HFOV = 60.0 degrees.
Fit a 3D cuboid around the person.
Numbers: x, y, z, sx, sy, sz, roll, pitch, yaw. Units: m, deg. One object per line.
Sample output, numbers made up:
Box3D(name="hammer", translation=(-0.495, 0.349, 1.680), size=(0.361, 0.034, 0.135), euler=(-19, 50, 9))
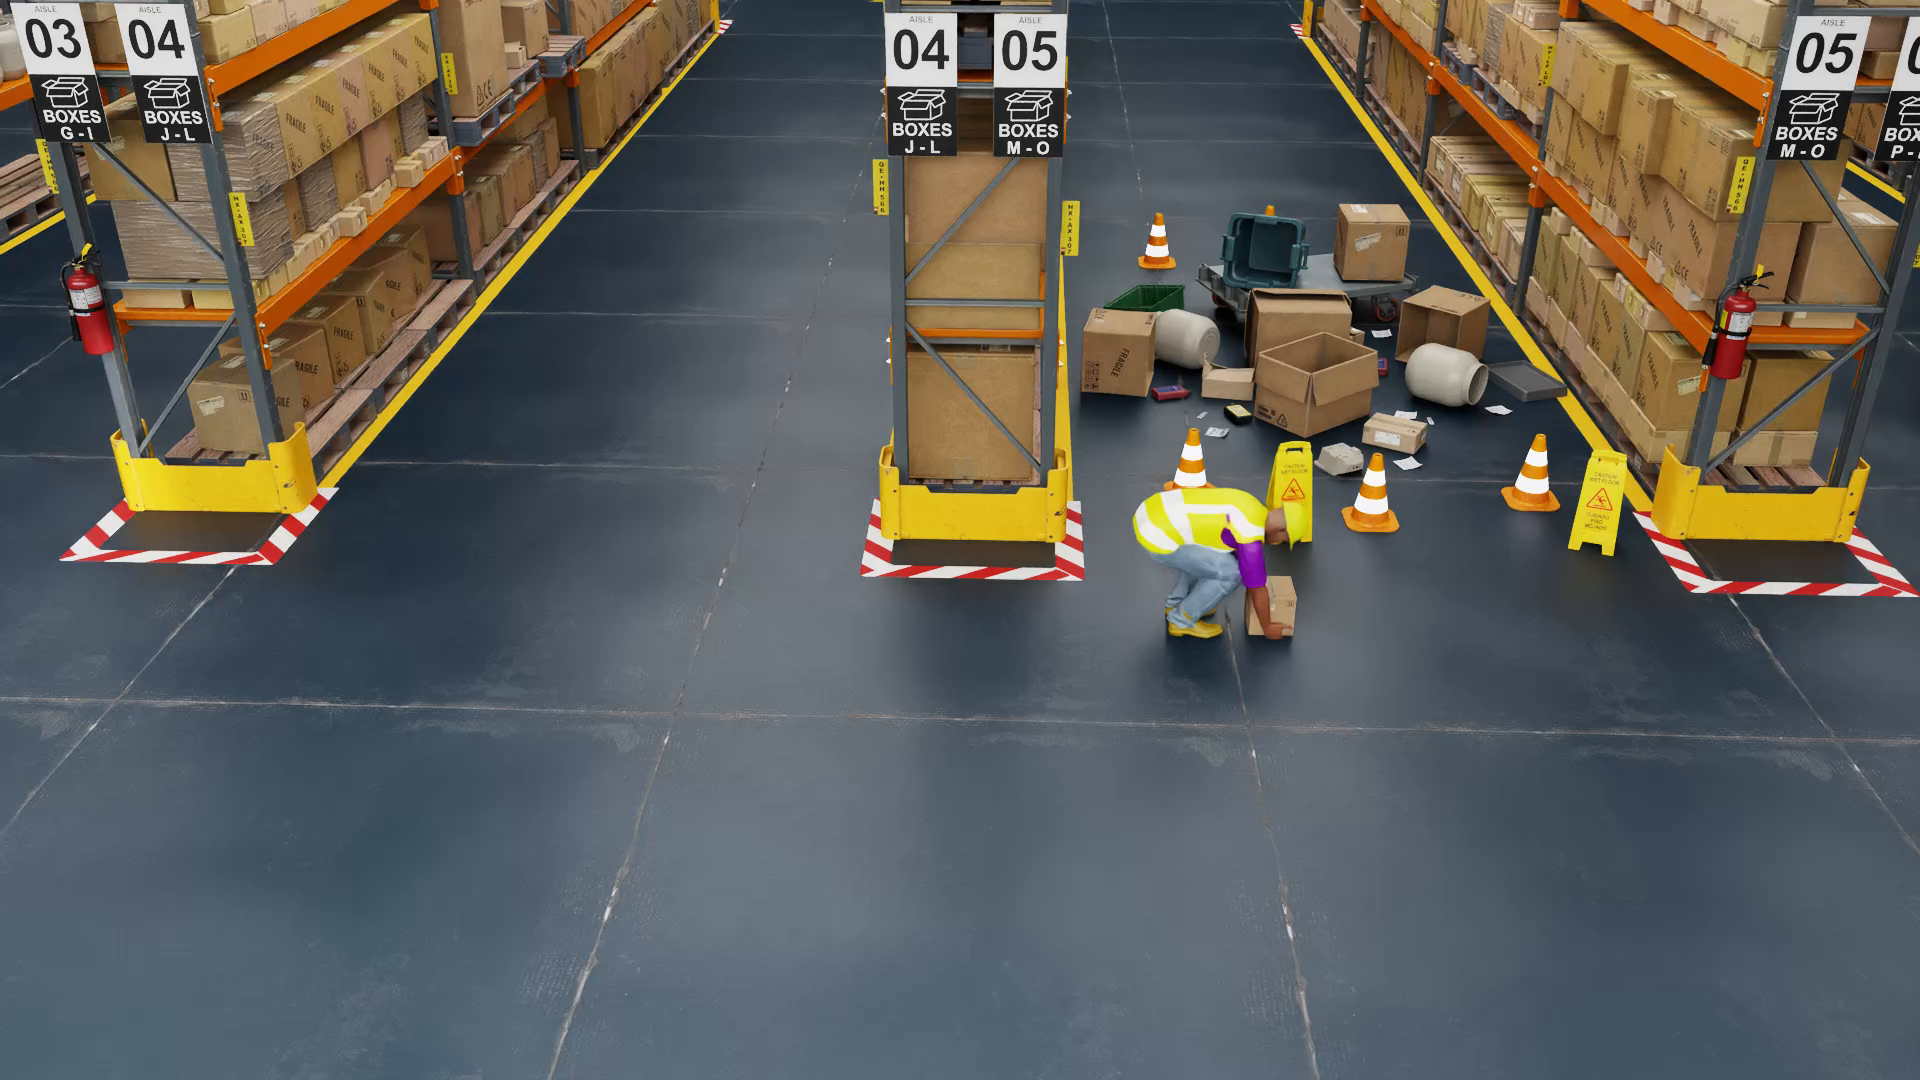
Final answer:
Box3D(name="person", translation=(1.461, 0.114, 9.401), size=(0.980, 0.850, 0.511), euler=(0, 28, 0))
